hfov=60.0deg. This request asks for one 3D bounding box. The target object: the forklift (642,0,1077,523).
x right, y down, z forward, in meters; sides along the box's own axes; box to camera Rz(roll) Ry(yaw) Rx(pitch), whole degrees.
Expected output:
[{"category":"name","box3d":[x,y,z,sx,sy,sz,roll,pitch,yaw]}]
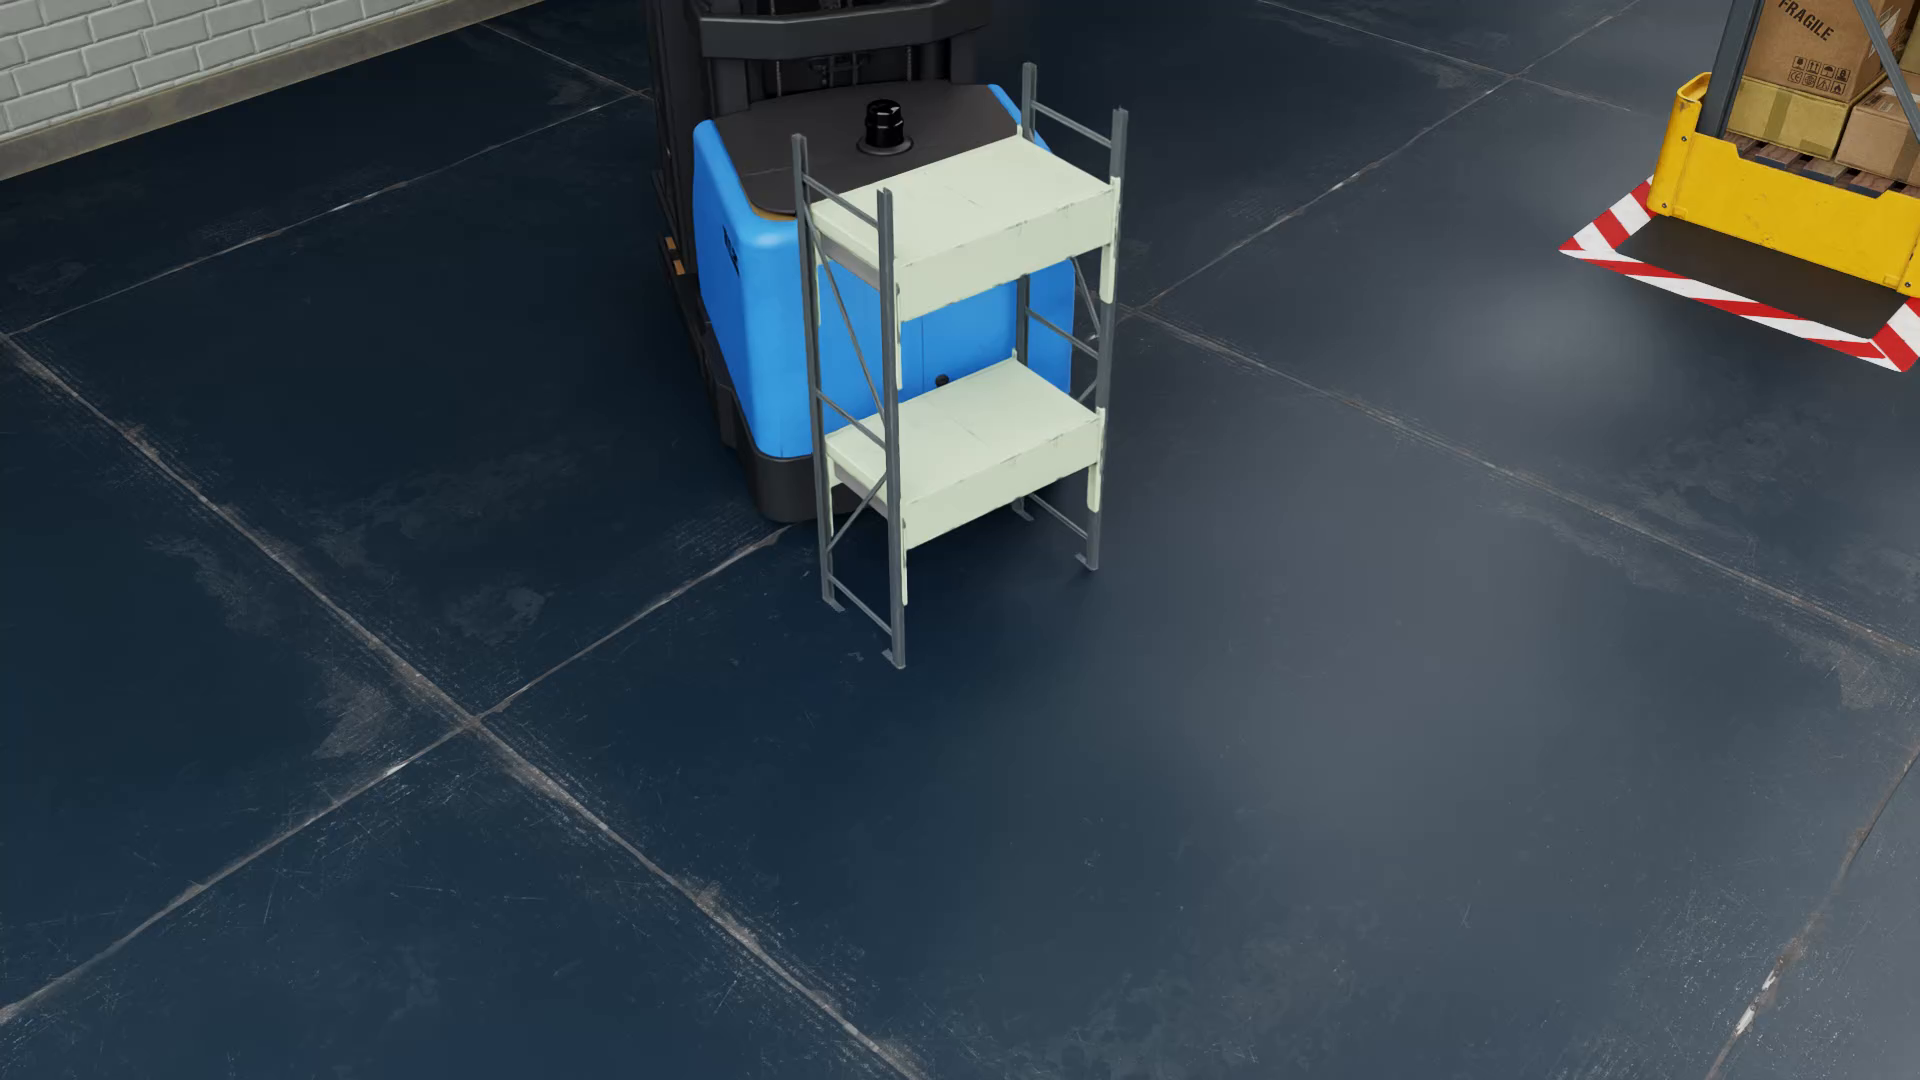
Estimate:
[{"category":"forklift","box3d":[-0.552,-2.125,5.567,1.130,2.935,3.031,-11,40,-13]}]

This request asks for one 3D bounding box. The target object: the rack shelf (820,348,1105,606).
[{"category":"rack shelf","box3d":[0.005,-0.198,4.817,0.720,0.370,0.431,-25,45,-28]}]

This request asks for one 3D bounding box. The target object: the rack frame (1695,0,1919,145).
[{"category":"rack frame","box3d":[3.434,-2.424,5.888,1.000,3.000,0.127,30,47,32]}]

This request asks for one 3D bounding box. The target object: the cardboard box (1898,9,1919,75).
[{"category":"cardboard box","box3d":[4.296,-2.189,6.862,0.500,0.500,0.500,30,47,32]}]

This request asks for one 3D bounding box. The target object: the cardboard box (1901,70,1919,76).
[{"category":"cardboard box","box3d":[4.295,-1.896,7.096,0.500,0.250,0.500,30,47,32]}]

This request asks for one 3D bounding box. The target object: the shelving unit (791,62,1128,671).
[{"category":"shelving unit","box3d":[0.005,-0.453,4.614,0.755,1.500,0.431,-25,45,-28]}]

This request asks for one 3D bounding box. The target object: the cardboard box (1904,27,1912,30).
[{"category":"cardboard box","box3d":[4.242,-2.347,7.664,0.500,0.250,0.500,30,47,32]}]

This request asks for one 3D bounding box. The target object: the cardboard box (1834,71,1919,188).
[{"category":"cardboard box","box3d":[3.960,-1.665,6.805,0.500,0.250,0.500,30,47,32]}]

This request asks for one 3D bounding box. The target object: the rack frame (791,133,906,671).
[{"category":"rack frame","box3d":[-0.286,-0.315,4.441,0.023,1.500,0.400,-25,45,-28]}]

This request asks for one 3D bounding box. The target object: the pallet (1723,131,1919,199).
[{"category":"pallet","box3d":[3.919,-1.701,7.220,1.003,0.211,1.213,30,47,32]}]

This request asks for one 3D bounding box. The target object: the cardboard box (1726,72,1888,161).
[{"category":"cardboard box","box3d":[3.578,-1.882,7.079,0.500,0.250,0.500,30,47,32]}]

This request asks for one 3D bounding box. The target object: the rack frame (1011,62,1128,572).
[{"category":"rack frame","box3d":[0.296,-0.591,4.788,0.023,1.500,0.400,-25,45,-28]}]

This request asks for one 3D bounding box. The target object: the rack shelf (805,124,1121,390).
[{"category":"rack shelf","box3d":[0.005,-0.758,4.371,0.720,0.370,0.431,-25,45,-28]}]

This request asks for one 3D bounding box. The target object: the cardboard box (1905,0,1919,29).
[{"category":"cardboard box","box3d":[4.240,-2.642,7.432,0.500,0.500,0.500,30,47,32]}]

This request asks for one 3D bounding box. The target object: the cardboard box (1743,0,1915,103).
[{"category":"cardboard box","box3d":[3.576,-2.177,6.846,0.500,0.500,0.500,30,47,32]}]

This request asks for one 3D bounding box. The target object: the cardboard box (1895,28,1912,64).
[{"category":"cardboard box","box3d":[3.906,-2.117,7.374,0.500,0.250,0.500,30,47,32]}]

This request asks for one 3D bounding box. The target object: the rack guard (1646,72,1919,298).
[{"category":"rack guard","box3d":[3.418,-1.434,6.652,1.175,0.500,0.348,30,47,32]}]
